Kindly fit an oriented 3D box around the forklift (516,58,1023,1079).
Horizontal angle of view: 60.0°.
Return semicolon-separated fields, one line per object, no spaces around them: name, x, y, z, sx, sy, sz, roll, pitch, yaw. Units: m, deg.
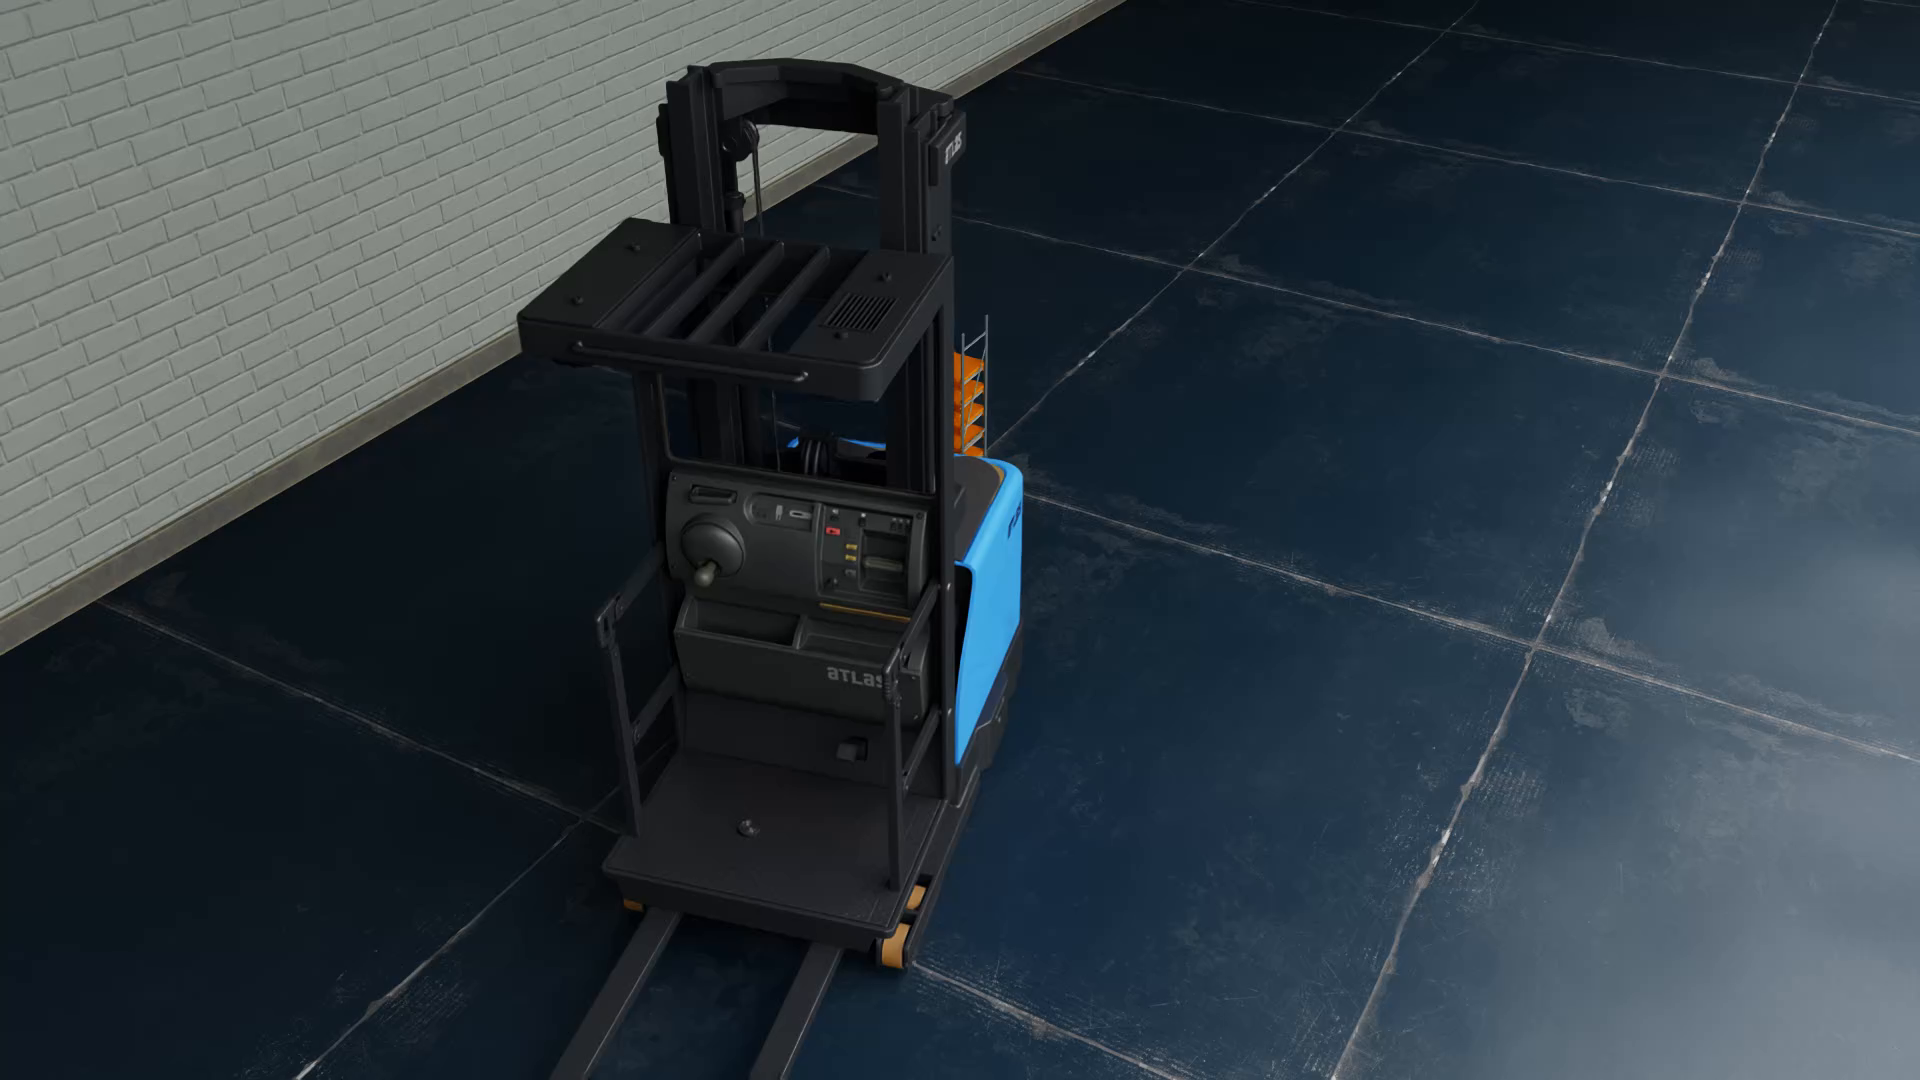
forklift;-0.622;0.068;5.503;1.130;2.935;3.031;9;35;13

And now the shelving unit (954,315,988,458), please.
shelving unit;-0.013;-0.503;7.923;0.189;1.200;0.258;18;37;24

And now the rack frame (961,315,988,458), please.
rack frame;0.067;-0.478;7.886;0.006;1.200;0.240;18;37;24

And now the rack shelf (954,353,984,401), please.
rack shelf;-0.013;-0.766;7.749;0.180;0.103;0.258;18;37;24

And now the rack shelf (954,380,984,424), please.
rack shelf;-0.013;-0.666;7.815;0.180;0.103;0.258;18;37;24

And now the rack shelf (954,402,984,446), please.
rack shelf;-0.013;-0.566;7.882;0.180;0.103;0.258;18;37;24

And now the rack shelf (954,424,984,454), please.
rack shelf;-0.013;-0.466;7.948;0.180;0.103;0.258;18;37;24

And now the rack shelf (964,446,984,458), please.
rack shelf;-0.013;-0.367;8.015;0.180;0.103;0.258;18;37;24
